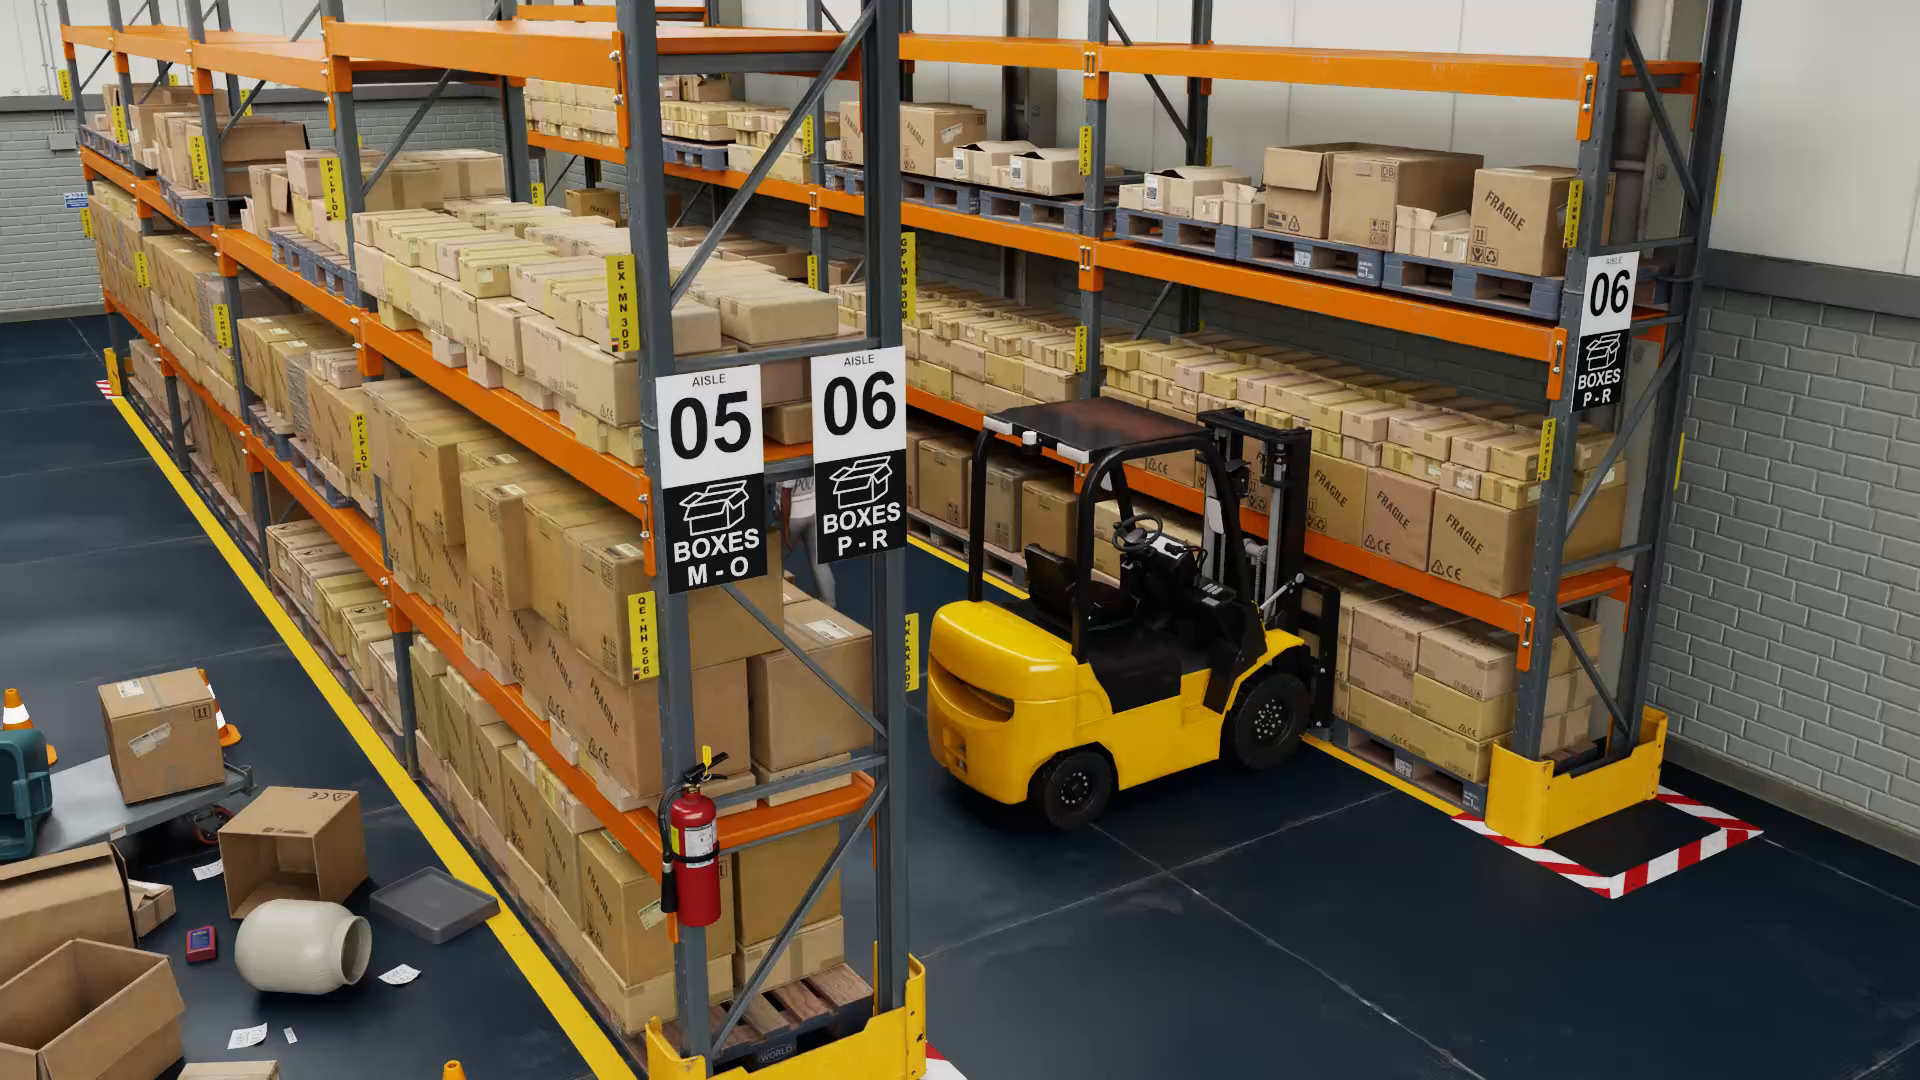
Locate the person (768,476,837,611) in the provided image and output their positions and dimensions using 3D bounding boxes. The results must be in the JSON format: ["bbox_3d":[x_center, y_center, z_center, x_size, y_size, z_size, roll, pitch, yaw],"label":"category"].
[{"bbox_3d":[-1.211,-0.204,12.119,0.453,1.649,0.887,-14,23,-36],"label":"person"}]
